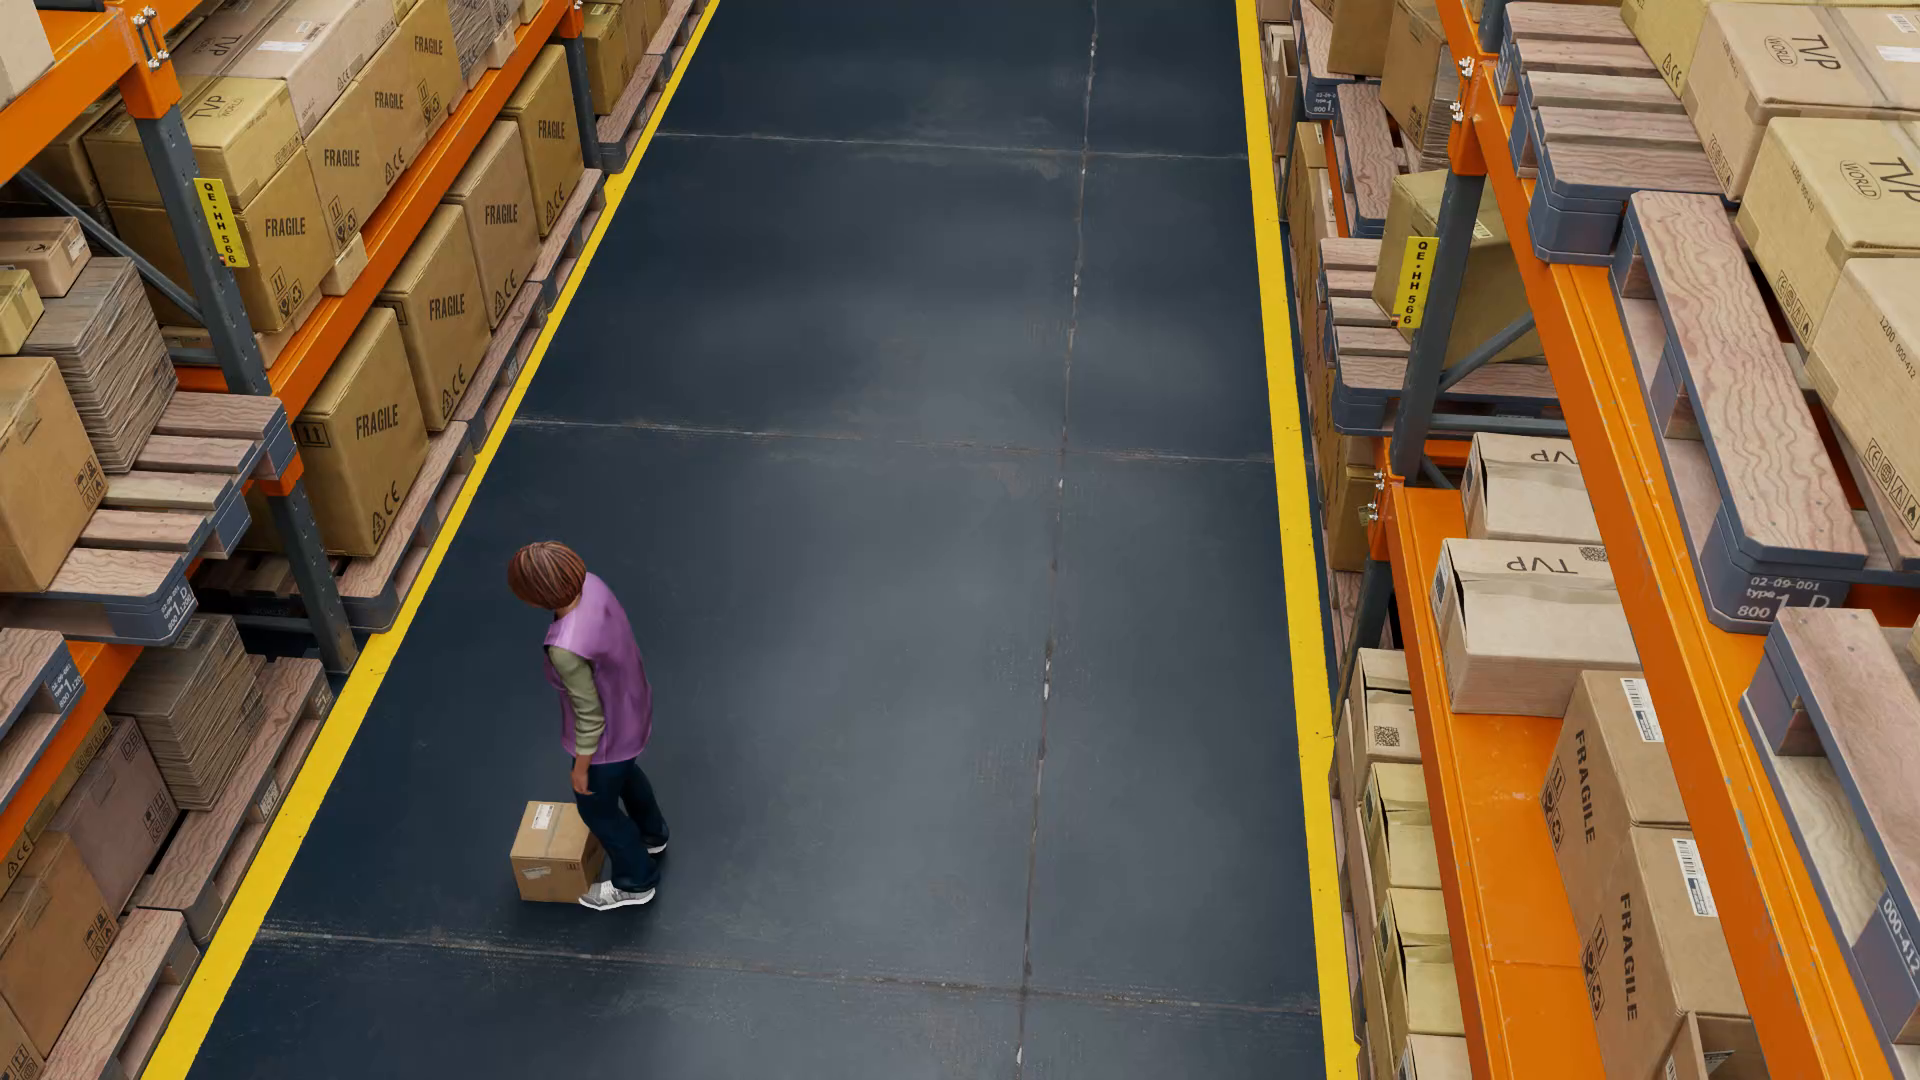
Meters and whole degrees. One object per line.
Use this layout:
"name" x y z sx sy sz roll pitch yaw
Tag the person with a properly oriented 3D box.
"person" -1.178 0.610 5.454 0.343 1.593 0.485 1 41 1
